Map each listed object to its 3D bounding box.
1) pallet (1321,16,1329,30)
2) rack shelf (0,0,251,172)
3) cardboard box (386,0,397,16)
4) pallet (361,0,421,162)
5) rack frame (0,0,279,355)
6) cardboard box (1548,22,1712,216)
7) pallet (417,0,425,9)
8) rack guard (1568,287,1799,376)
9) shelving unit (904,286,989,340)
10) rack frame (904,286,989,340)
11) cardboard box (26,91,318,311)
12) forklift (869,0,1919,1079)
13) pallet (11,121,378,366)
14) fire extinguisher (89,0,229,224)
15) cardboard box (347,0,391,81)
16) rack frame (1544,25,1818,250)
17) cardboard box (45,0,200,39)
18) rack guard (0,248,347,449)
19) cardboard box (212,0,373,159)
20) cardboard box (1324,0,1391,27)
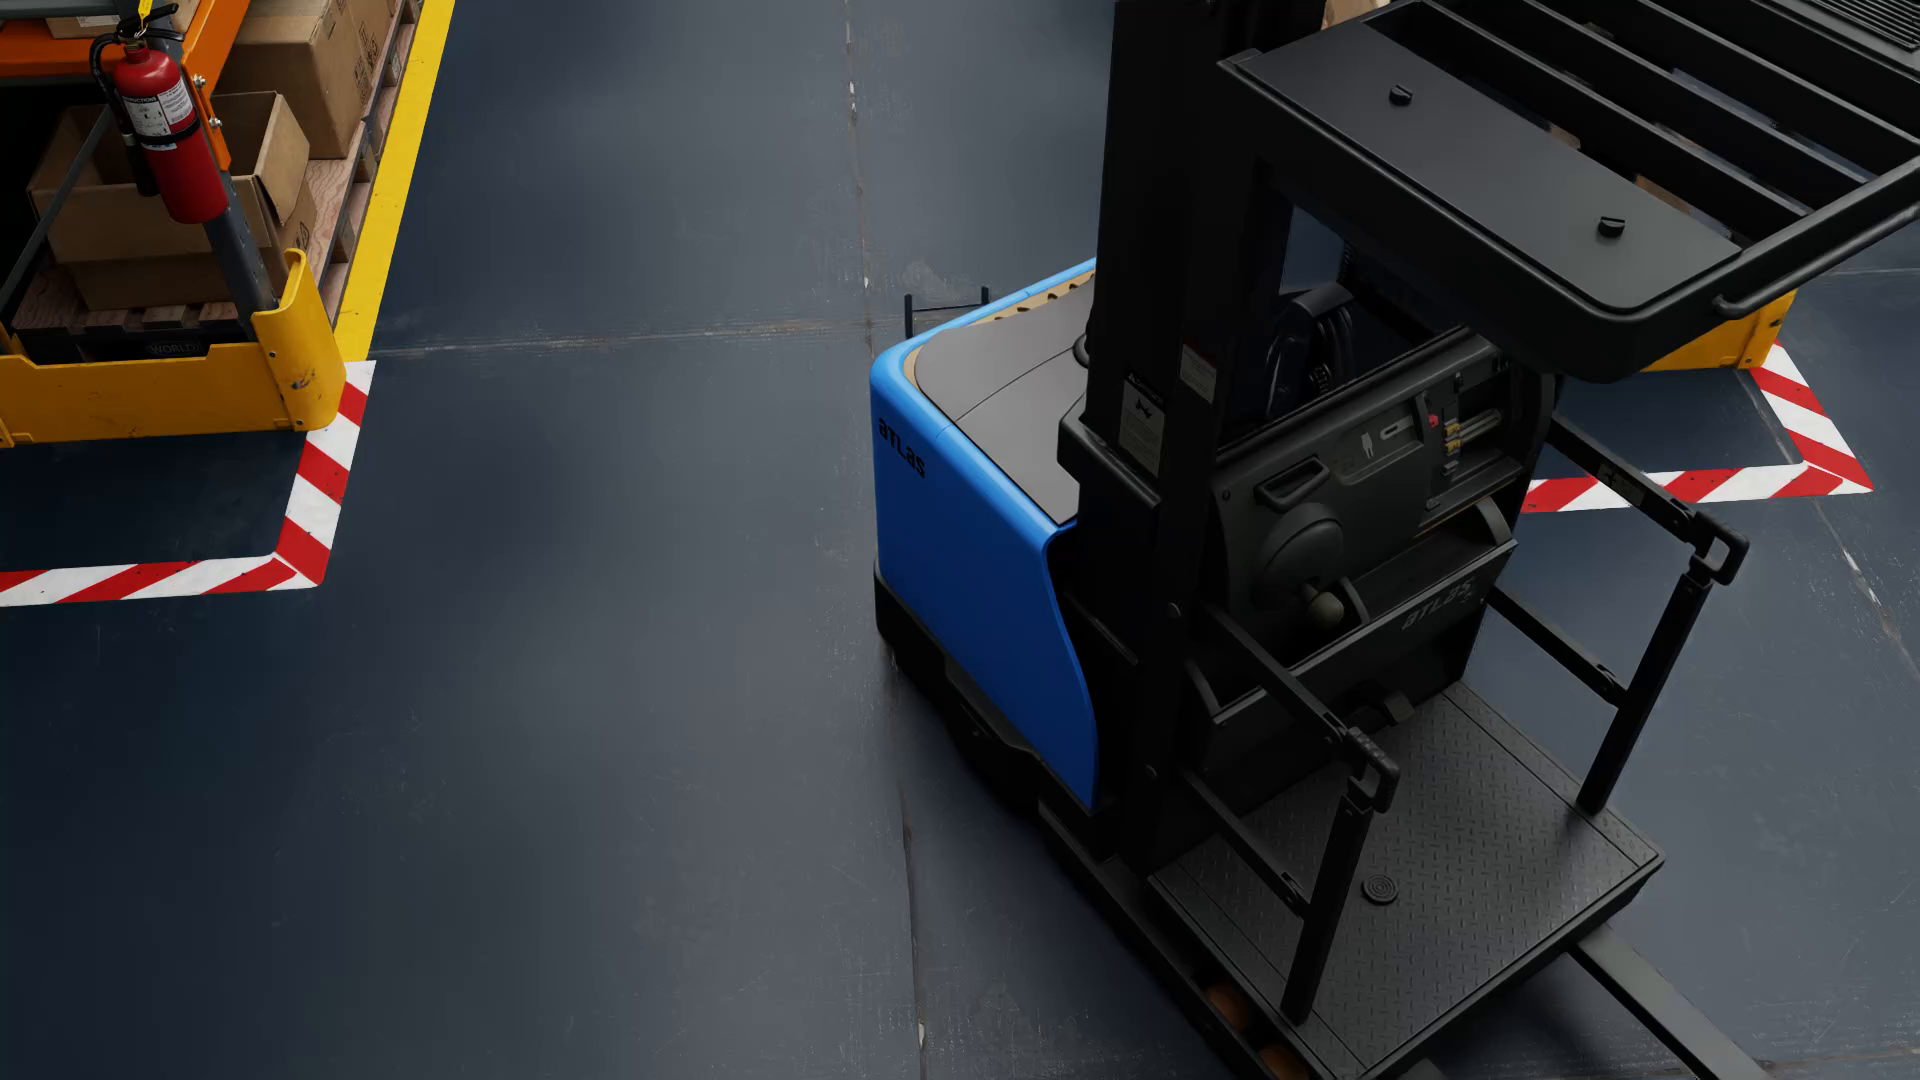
[{"bbox_3d":[1.997,-2.238,7.224,1.003,0.211,1.213,-3,47,-3],"label":"pallet"},{"bbox_3d":[-2.872,-2.637,6.177,1.077,0.370,4.000,-3,47,-3],"label":"rack shelf"},{"bbox_3d":[-2.781,-2.543,7.025,0.700,0.500,0.500,-5,47,-5],"label":"cardboard box"},{"bbox_3d":[-2.878,-1.991,6.991,1.003,0.211,1.213,-3,47,-3],"label":"pallet"},{"bbox_3d":[-2.705,-1.438,4.546,1.000,3.000,0.127,-3,47,-3],"label":"rack frame"},{"bbox_3d":[2.086,-1.477,6.058,0.875,0.438,0.875,-5,47,-5],"label":"cardboard box"},{"bbox_3d":[-2.983,-2.876,7.828,1.003,0.211,1.213,-3,47,-3],"label":"pallet"},{"bbox_3d":[2.243,-0.865,5.725,1.175,0.500,0.348,-3,47,-3],"label":"rack guard"},{"bbox_3d":[-0.022,-0.319,4.932,0.258,0.900,0.210,-6,47,-6],"label":"shelving unit"},{"bbox_3d":[-0.038,-0.392,5.001,0.240,0.900,0.006,-6,47,-6],"label":"rack frame"},{"bbox_3d":[-2.662,-1.172,5.724,0.797,0.503,0.637,-5,47,-5],"label":"cardboard box"},{"bbox_3d":[1.005,-0.055,3.283,1.130,2.935,3.031,-27,52,-23],"label":"forklift"},{"bbox_3d":[-2.779,-1.110,6.157,1.003,0.211,1.213,-3,47,-3],"label":"pallet"},{"bbox_3d":[-2.232,-1.205,4.635,0.296,0.674,0.183,-3,47,-3],"label":"fire extinguisher"},{"bbox_3d":[-2.639,-2.180,6.681,0.500,0.500,0.500,-3,47,-3],"label":"cardboard box"},{"bbox_3d":[2.241,-1.742,4.834,1.000,3.000,0.127,-3,47,-3],"label":"rack frame"},{"bbox_3d":[-2.459,-1.606,4.878,0.380,0.149,0.250,-4,47,-4],"label":"cardboard box"},{"bbox_3d":[-2.711,-0.633,5.505,1.175,0.500,0.348,-3,47,-3],"label":"rack guard"},{"bbox_3d":[-2.694,-1.792,6.313,0.700,0.500,0.500,-2,47,-2],"label":"cardboard box"},{"bbox_3d":[2.001,-2.139,6.685,0.875,0.438,0.875,-2,47,-2],"label":"cardboard box"}]
